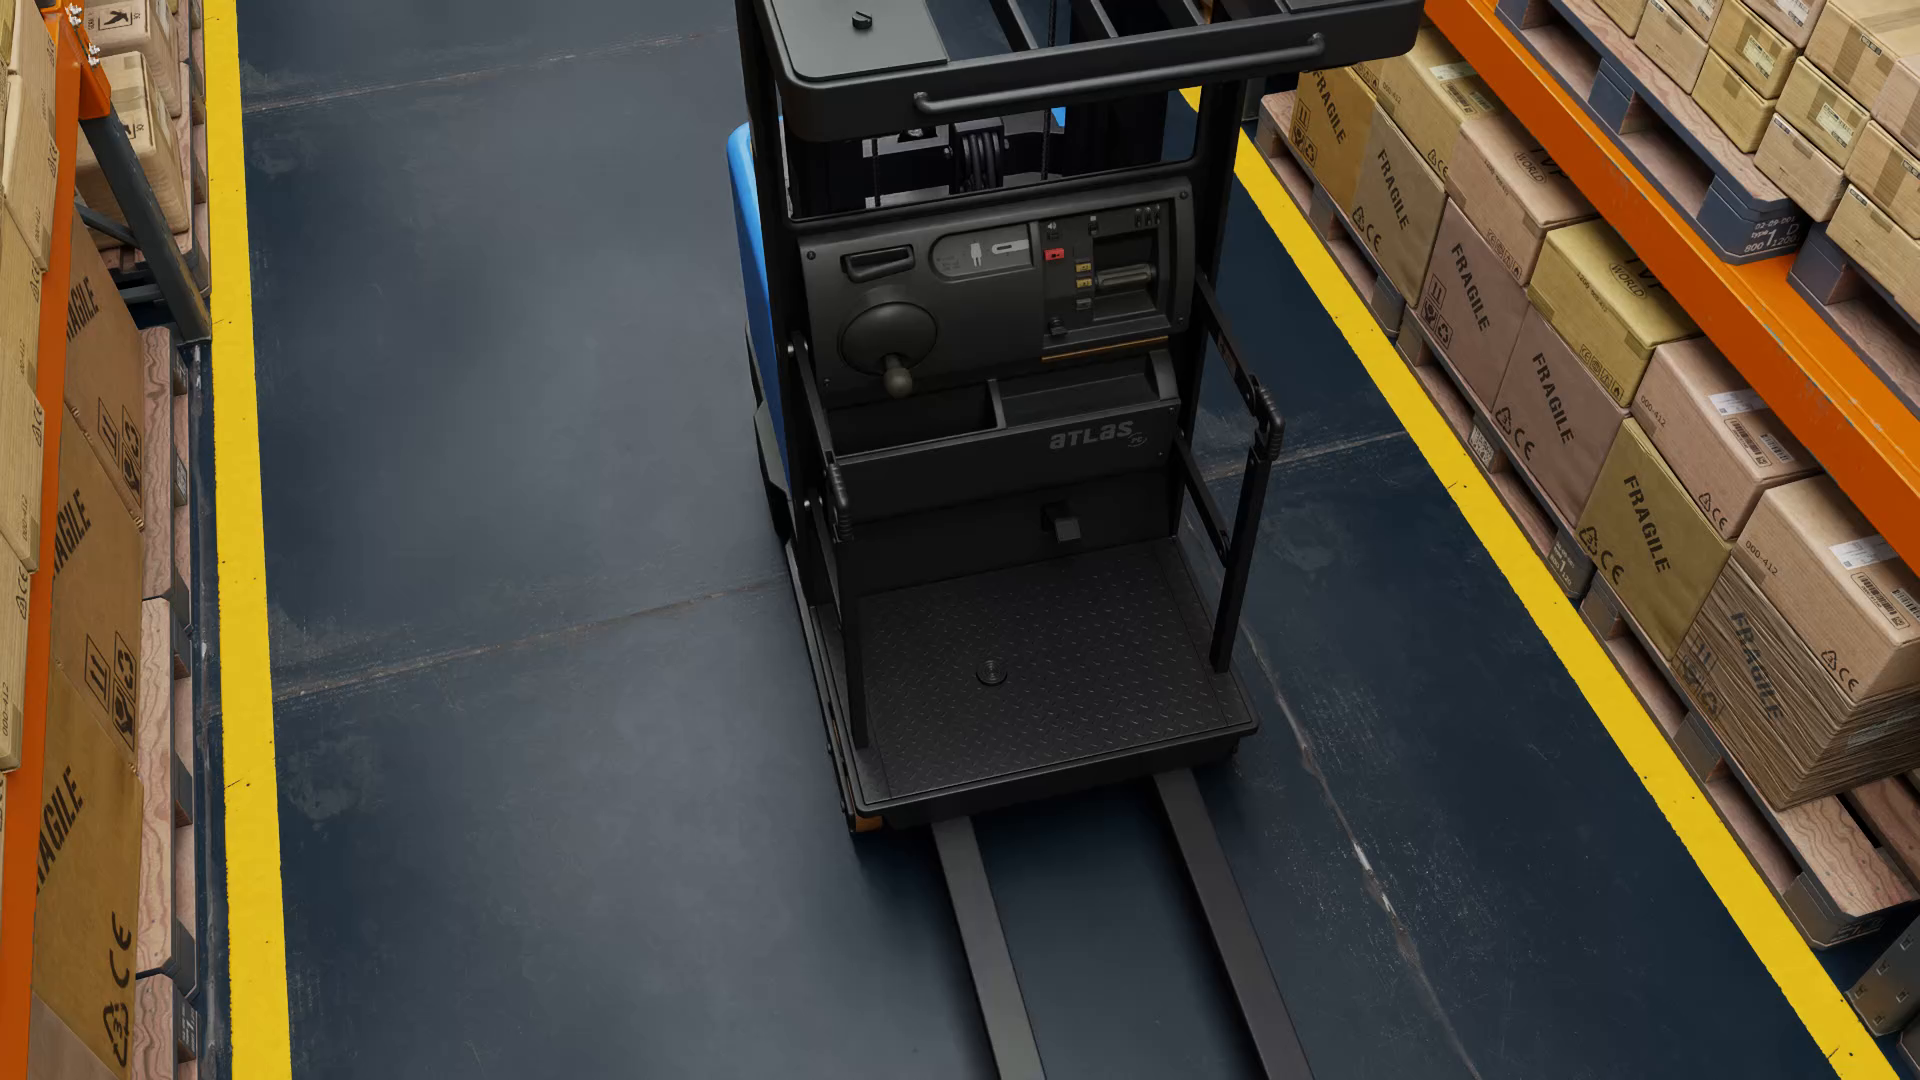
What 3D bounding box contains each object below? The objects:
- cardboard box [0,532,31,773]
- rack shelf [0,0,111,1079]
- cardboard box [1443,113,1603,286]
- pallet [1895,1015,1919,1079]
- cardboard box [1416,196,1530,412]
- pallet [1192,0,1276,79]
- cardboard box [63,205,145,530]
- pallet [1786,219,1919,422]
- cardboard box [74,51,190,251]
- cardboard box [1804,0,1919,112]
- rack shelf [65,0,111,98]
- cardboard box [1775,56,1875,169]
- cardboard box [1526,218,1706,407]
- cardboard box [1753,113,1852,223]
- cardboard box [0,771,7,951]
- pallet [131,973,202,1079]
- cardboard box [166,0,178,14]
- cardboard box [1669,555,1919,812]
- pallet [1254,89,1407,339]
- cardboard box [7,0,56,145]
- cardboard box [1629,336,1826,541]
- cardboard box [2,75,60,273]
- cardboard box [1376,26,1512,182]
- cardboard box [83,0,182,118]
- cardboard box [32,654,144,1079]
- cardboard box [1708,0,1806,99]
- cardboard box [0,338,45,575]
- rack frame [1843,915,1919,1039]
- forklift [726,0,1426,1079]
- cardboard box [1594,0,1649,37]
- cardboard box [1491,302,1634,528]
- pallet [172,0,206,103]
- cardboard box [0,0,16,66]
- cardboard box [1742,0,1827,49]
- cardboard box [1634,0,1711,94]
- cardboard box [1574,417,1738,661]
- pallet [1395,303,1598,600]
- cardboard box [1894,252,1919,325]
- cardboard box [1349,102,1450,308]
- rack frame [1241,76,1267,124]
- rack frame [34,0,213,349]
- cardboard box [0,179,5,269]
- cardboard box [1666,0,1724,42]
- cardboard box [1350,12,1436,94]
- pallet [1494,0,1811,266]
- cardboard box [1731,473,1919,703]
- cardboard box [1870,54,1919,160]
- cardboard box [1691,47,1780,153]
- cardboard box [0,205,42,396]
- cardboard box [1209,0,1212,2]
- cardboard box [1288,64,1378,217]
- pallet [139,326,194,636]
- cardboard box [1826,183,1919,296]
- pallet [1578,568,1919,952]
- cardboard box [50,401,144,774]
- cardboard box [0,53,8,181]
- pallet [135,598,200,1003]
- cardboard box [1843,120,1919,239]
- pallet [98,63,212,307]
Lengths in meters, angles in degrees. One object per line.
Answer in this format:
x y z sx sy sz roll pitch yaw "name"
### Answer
-2.106 0.237 3.187 0.500 0.250 0.500 -14 51 -11 "cardboard box"
-2.528 0.096 3.678 1.077 0.370 4.000 -13 51 -11 "rack shelf"
1.836 -1.068 5.058 0.500 0.250 0.500 -13 51 -11 "cardboard box"
2.994 1.513 3.836 1.003 0.211 1.213 -13 51 -11 "pallet"
1.853 -0.805 5.327 0.500 0.500 0.500 -14 51 -12 "cardboard box"
1.418 -2.484 7.206 1.003 0.211 1.213 -13 51 -11 "pallet"
-2.995 -0.524 4.845 0.875 0.875 0.875 -14 51 -11 "cardboard box"
2.675 -0.397 3.749 1.003 0.211 1.213 -13 51 -11 "pallet"
-3.277 -1.300 5.828 0.950 0.372 0.625 -16 52 -13 "cardboard box"
2.155 -1.120 3.733 0.380 0.149 0.250 -15 51 -12 "cardboard box"
-3.711 -2.825 6.140 1.077 0.370 4.000 -13 51 -11 "rack shelf"
2.145 -1.027 3.849 0.380 0.149 0.250 -16 52 -13 "cardboard box"
1.991 -0.688 4.737 0.500 0.250 0.500 -15 52 -13 "cardboard box"
2.144 -0.925 3.957 0.380 0.149 0.250 -15 52 -13 "cardboard box"
-1.969 0.615 2.868 0.500 0.250 0.500 -14 51 -12 "cardboard box"
-2.237 1.677 3.698 1.003 0.211 1.213 -13 51 -11 "pallet"
-3.722 -2.392 6.749 0.950 0.372 0.625 -12 51 -10 "cardboard box"
2.302 0.319 4.380 0.500 0.500 0.500 -14 51 -12 "cardboard box"
1.809 -1.320 6.224 1.003 0.211 1.213 -13 51 -11 "pallet"
-2.722 -1.237 4.429 0.500 0.250 0.500 -15 51 -12 "cardboard box"
2.161 -0.305 4.415 0.500 0.250 0.500 -11 51 -9 "cardboard box"
-2.556 -0.868 4.118 0.500 0.250 0.500 -12 51 -10 "cardboard box"
1.702 -1.432 5.365 0.500 0.250 0.500 -14 51 -11 "cardboard box"
-3.503 -1.837 6.281 0.950 0.372 0.625 -14 51 -12 "cardboard box"
-2.471 0.782 3.744 0.875 0.875 0.875 -12 51 -10 "cardboard box"
2.062 -1.226 4.017 0.380 0.149 0.250 -13 51 -11 "cardboard box"
-2.245 -0.130 3.496 0.500 0.250 0.500 -14 51 -12 "cardboard box"
2.762 0.132 3.177 1.000 3.000 0.127 -13 51 -11 "rack frame"
0.153 -0.478 3.736 1.130 2.935 3.031 -11 51 -9 "forklift"
1.912 -1.504 4.445 0.380 0.149 0.250 -13 51 -10 "cardboard box"
2.003 -0.432 5.012 0.500 0.500 0.500 -14 51 -12 "cardboard box"
-3.707 -2.158 6.931 1.003 0.211 1.213 -13 51 -11 "pallet"
-2.734 -1.413 4.250 0.500 0.250 0.500 -13 51 -11 "cardboard box"
2.072 -1.315 3.897 0.380 0.149 0.250 -15 52 -13 "cardboard box"
1.988 -1.313 4.285 0.380 0.149 0.250 -15 51 -12 "cardboard box"
2.151 -0.056 4.696 0.500 0.500 0.500 -14 51 -12 "cardboard box"
2.166 -0.430 5.475 1.003 0.211 1.213 -13 51 -11 "pallet"
2.306 -0.540 3.633 0.380 0.149 0.250 -13 51 -11 "cardboard box"
1.696 -1.178 5.642 0.500 0.500 0.500 -13 51 -11 "cardboard box"
1.579 -2.790 5.640 1.000 3.000 0.127 -13 51 -11 "rack frame"
-3.120 -1.596 4.634 1.000 3.000 0.127 -13 51 -11 "rack frame"
-2.408 -0.670 3.624 0.500 0.250 0.500 -15 51 -12 "cardboard box"
1.996 -1.405 4.168 0.380 0.149 0.250 -12 51 -10 "cardboard box"
1.552 -1.802 5.677 0.500 0.250 0.500 -15 52 -13 "cardboard box"
2.203 -1.291 4.502 1.003 0.211 1.213 -13 51 -11 "pallet"
2.300 0.074 4.096 0.500 0.250 0.500 -15 51 -12 "cardboard box"
2.224 -0.940 3.581 0.380 0.149 0.250 -13 51 -11 "cardboard box"
2.067 -1.118 4.121 0.380 0.149 0.250 -11 51 -9 "cardboard box"
-2.423 -0.497 3.805 0.500 0.250 0.500 -14 51 -11 "cardboard box"
1.485 -2.665 6.731 1.050 0.750 0.750 -14 51 -11 "cardboard box"
1.544 -1.545 5.951 0.500 0.500 0.500 -15 52 -13 "cardboard box"
-2.959 -0.105 5.200 1.003 0.211 1.213 -13 51 -11 "pallet"
2.232 -0.723 3.787 0.380 0.149 0.250 -16 52 -13 "cardboard box"
2.530 0.462 4.722 1.003 0.211 1.213 -13 51 -11 "pallet"
-2.735 0.129 4.295 0.875 0.875 0.875 -13 51 -11 "cardboard box"
-2.579 -1.039 3.935 0.500 0.250 0.500 -14 51 -12 "cardboard box"
-2.602 0.785 4.450 1.003 0.211 1.213 -13 51 -11 "pallet"
2.221 -0.837 3.689 0.380 0.149 0.250 -15 51 -12 "cardboard box"
-3.350 -1.269 6.182 1.003 0.211 1.213 -13 51 -11 "pallet"
